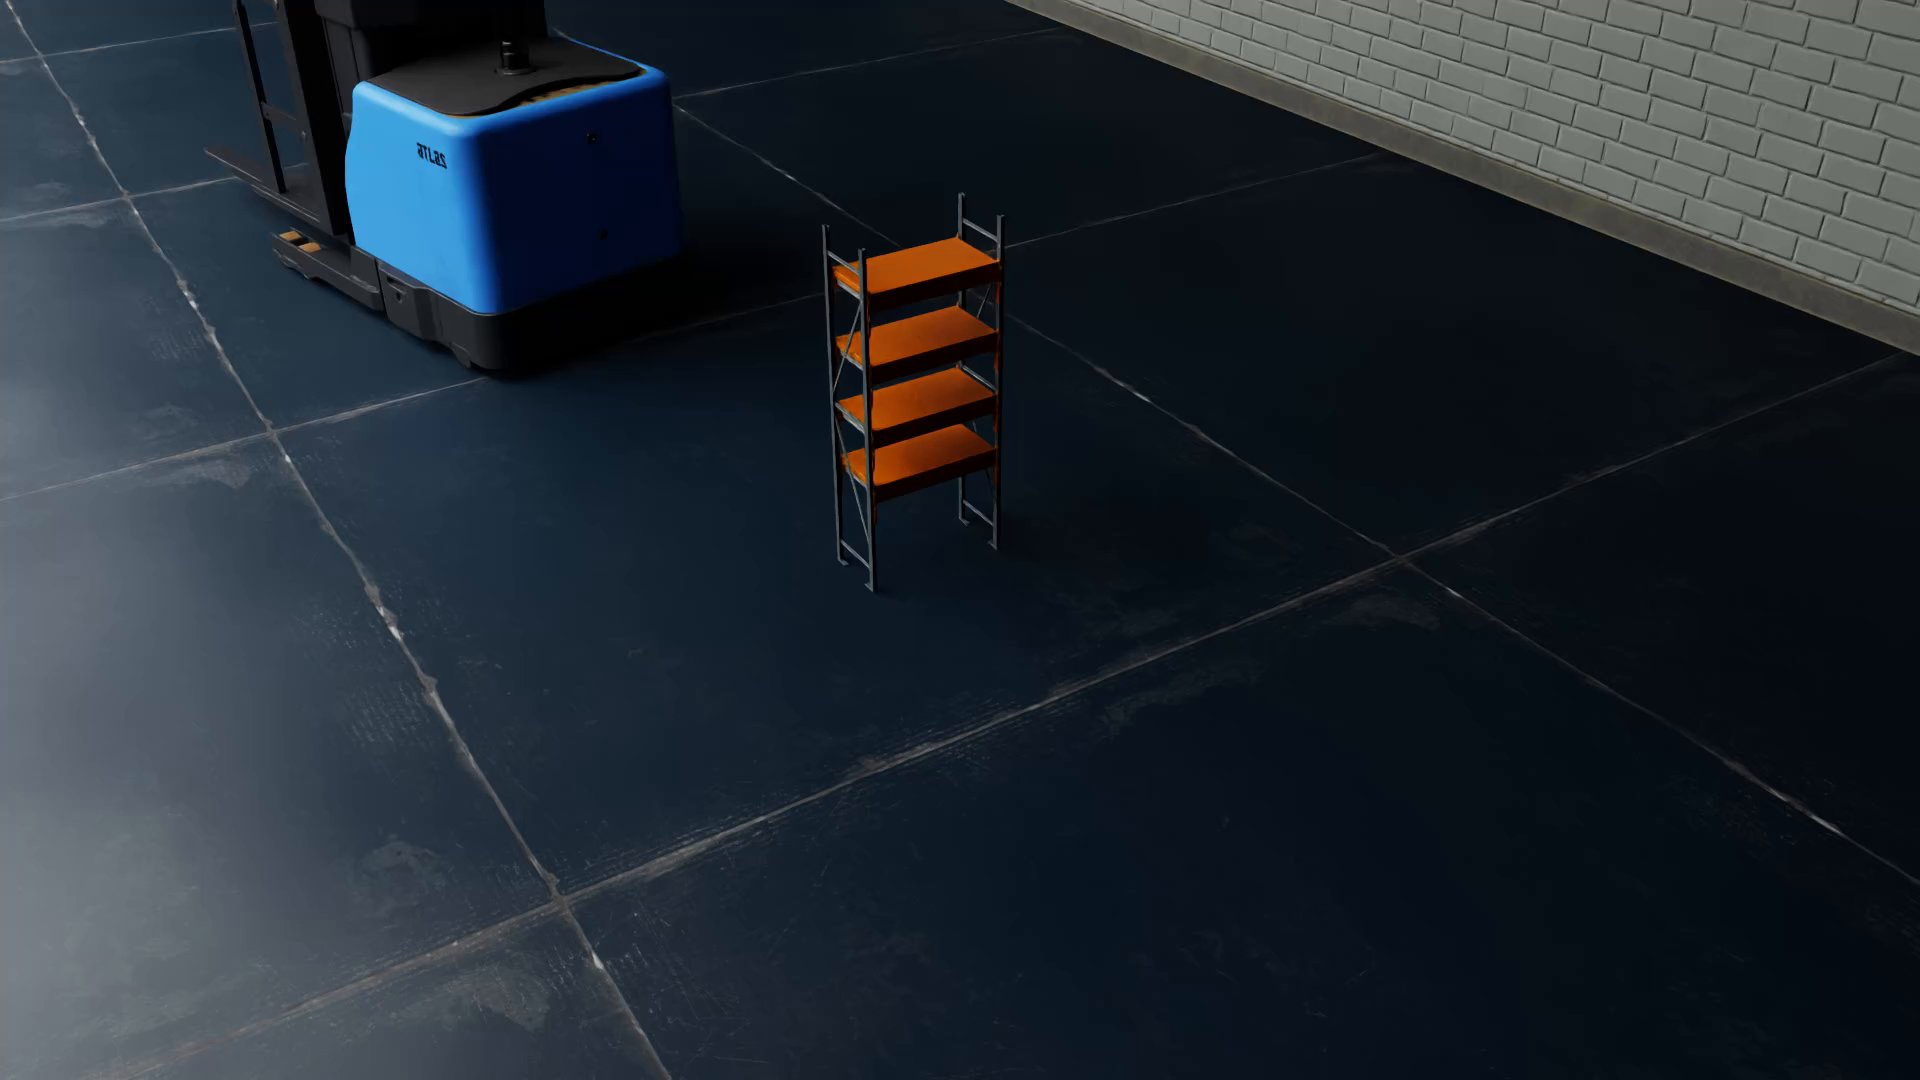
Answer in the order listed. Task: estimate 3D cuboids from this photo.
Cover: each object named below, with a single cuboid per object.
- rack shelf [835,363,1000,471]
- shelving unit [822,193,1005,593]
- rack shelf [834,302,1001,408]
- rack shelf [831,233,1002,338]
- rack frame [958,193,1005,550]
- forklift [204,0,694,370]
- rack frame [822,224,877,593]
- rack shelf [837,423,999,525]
[{"bbox_3d":[-0.139,-0.403,5.390,0.480,0.148,0.258,-19,37,-27],"label":"rack shelf"},{"bbox_3d":[-0.139,-0.460,5.354,0.503,1.200,0.258,-19,37,-27],"label":"shelving unit"},{"bbox_3d":[-0.139,-0.592,5.271,0.480,0.148,0.258,-19,37,-27],"label":"rack shelf"},{"bbox_3d":[-0.139,-0.792,5.144,0.480,0.148,0.258,-19,37,-27],"label":"rack shelf"},{"bbox_3d":[0.066,-0.530,5.466,0.015,1.200,0.240,-19,37,-27],"label":"rack frame"},{"bbox_3d":[-2.565,-2.610,7.141,1.130,2.935,3.031,-28,42,-37],"label":"forklift"},{"bbox_3d":[-0.344,-0.389,5.242,0.015,1.200,0.240,-19,37,-27],"label":"rack frame"},{"bbox_3d":[-0.139,-0.235,5.496,0.480,0.148,0.258,-19,37,-27],"label":"rack shelf"}]
